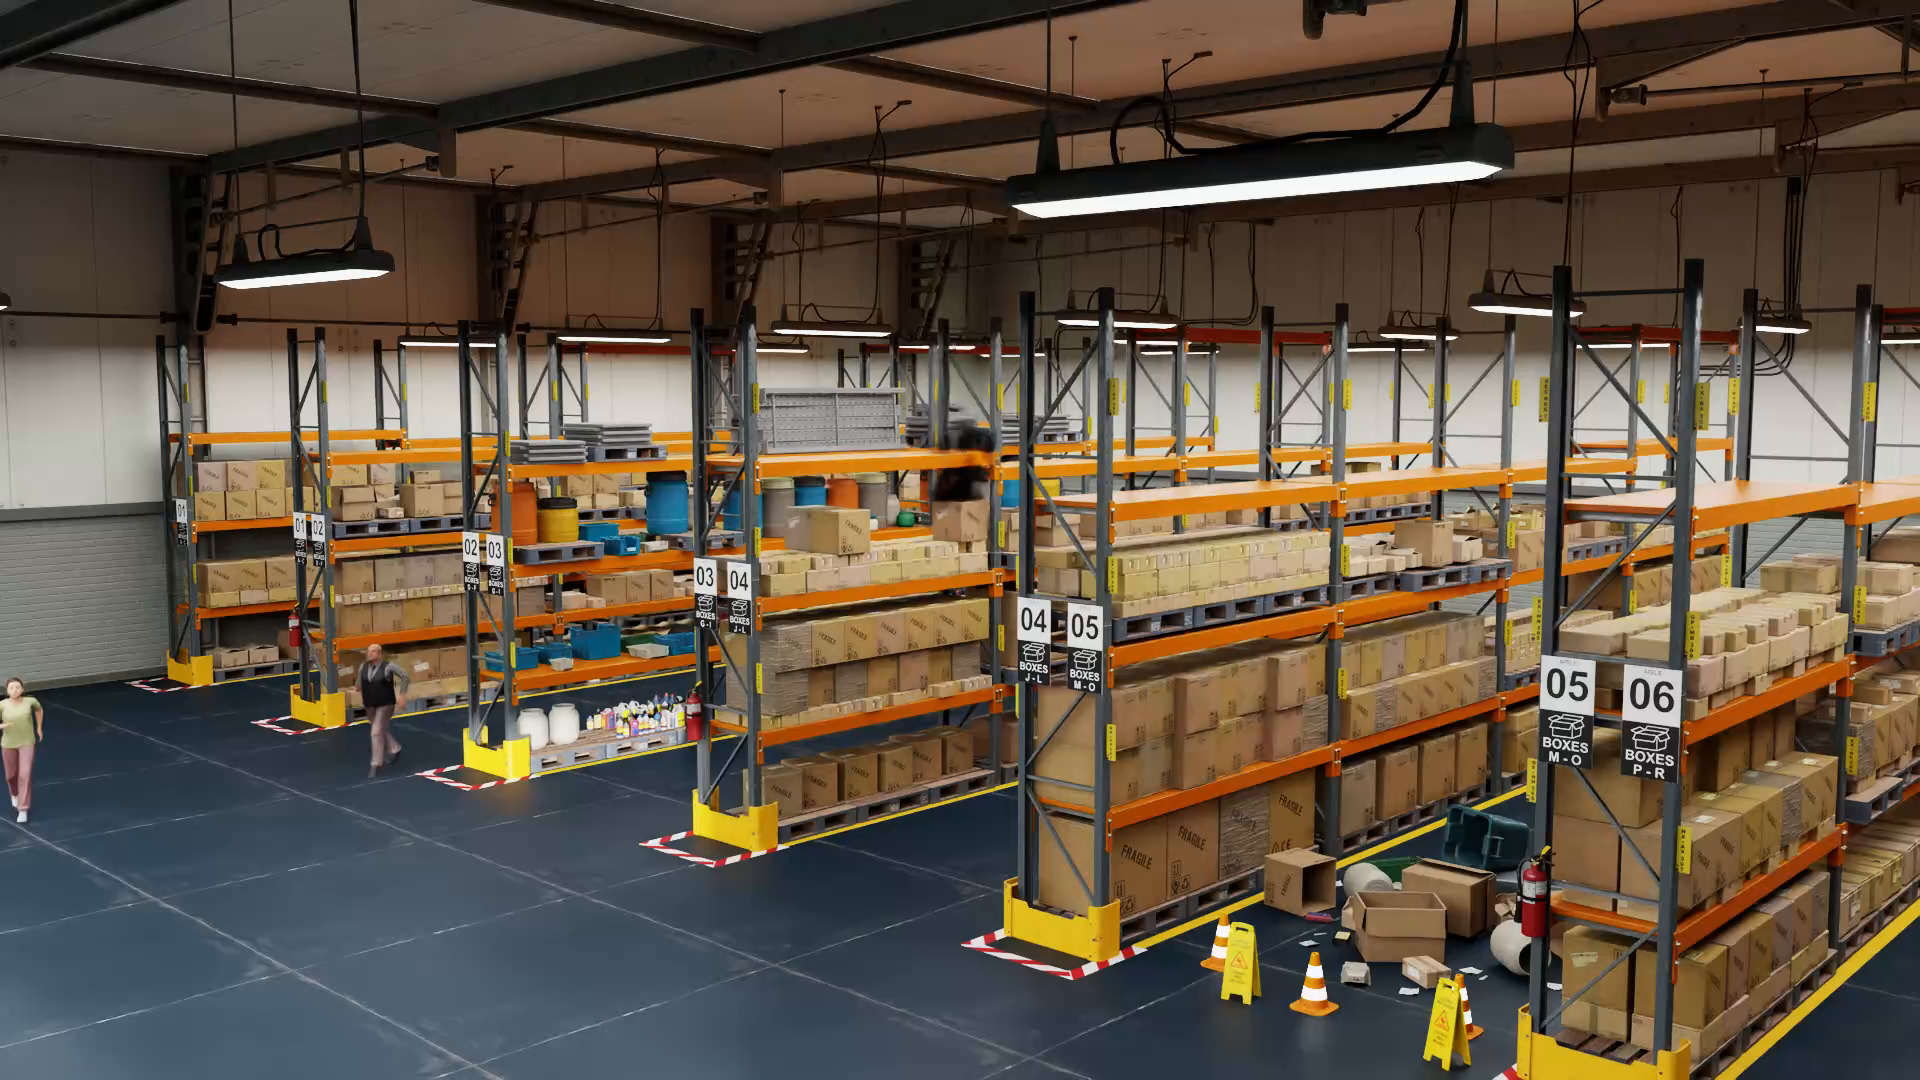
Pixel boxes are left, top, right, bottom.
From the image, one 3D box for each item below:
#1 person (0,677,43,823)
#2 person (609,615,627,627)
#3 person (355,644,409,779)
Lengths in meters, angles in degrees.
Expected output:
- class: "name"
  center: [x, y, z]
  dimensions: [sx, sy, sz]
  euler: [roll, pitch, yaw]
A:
- class: "person"
  center: [-11.210, 2.447, 19.774]
  dimensions: [0.571, 1.660, 0.969]
  euler: [-3, 6, -29]
- class: "person"
  center: [-6.482, 1.404, 31.830]
  dimensions: [0.535, 1.548, 0.567]
  euler: [5, 7, 43]
- class: "person"
  center: [-7.721, 2.242, 22.153]
  dimensions: [0.680, 1.759, 0.887]
  euler: [2, 6, 18]
